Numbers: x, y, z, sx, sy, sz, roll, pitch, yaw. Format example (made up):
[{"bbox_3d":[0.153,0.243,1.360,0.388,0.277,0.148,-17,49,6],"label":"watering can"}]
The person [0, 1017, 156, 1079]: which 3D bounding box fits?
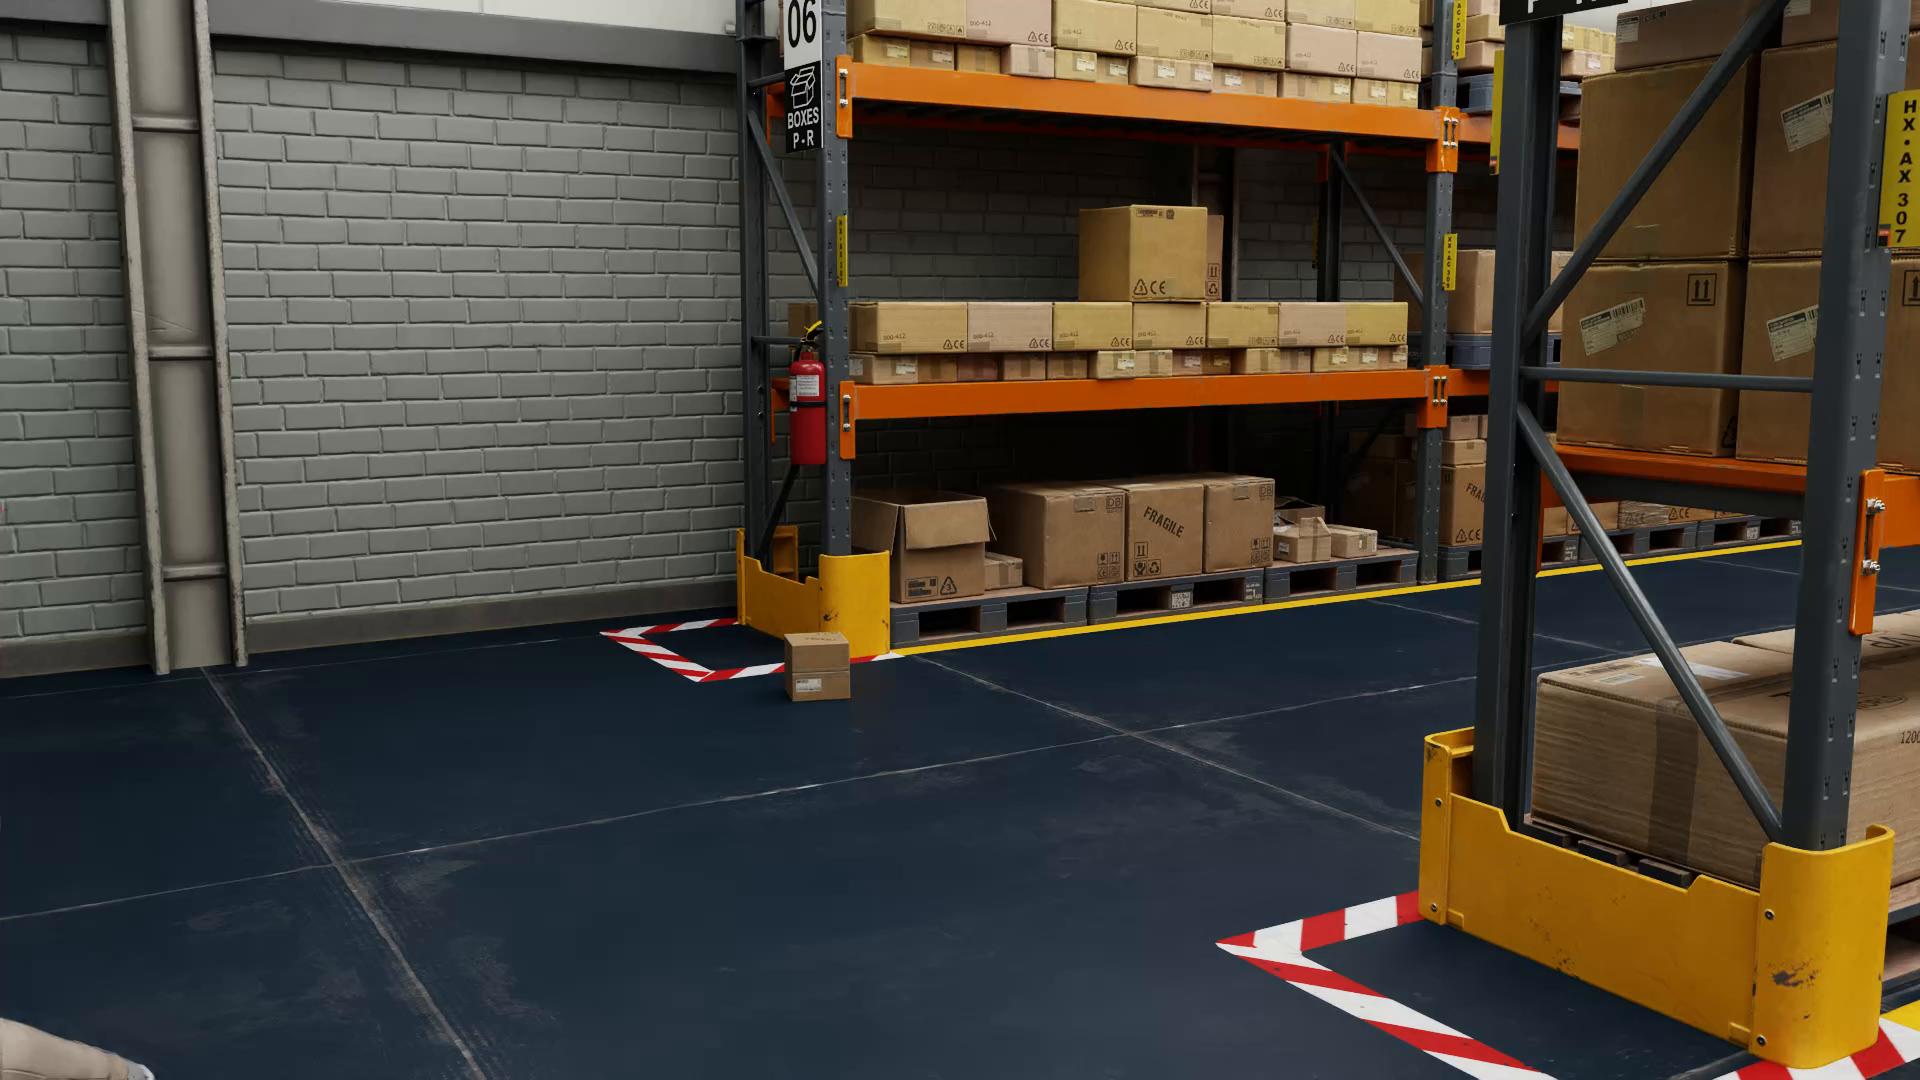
[{"bbox_3d":[-1.762,0.453,2.644,0.550,1.688,0.908,3,9,22],"label":"person"}]
